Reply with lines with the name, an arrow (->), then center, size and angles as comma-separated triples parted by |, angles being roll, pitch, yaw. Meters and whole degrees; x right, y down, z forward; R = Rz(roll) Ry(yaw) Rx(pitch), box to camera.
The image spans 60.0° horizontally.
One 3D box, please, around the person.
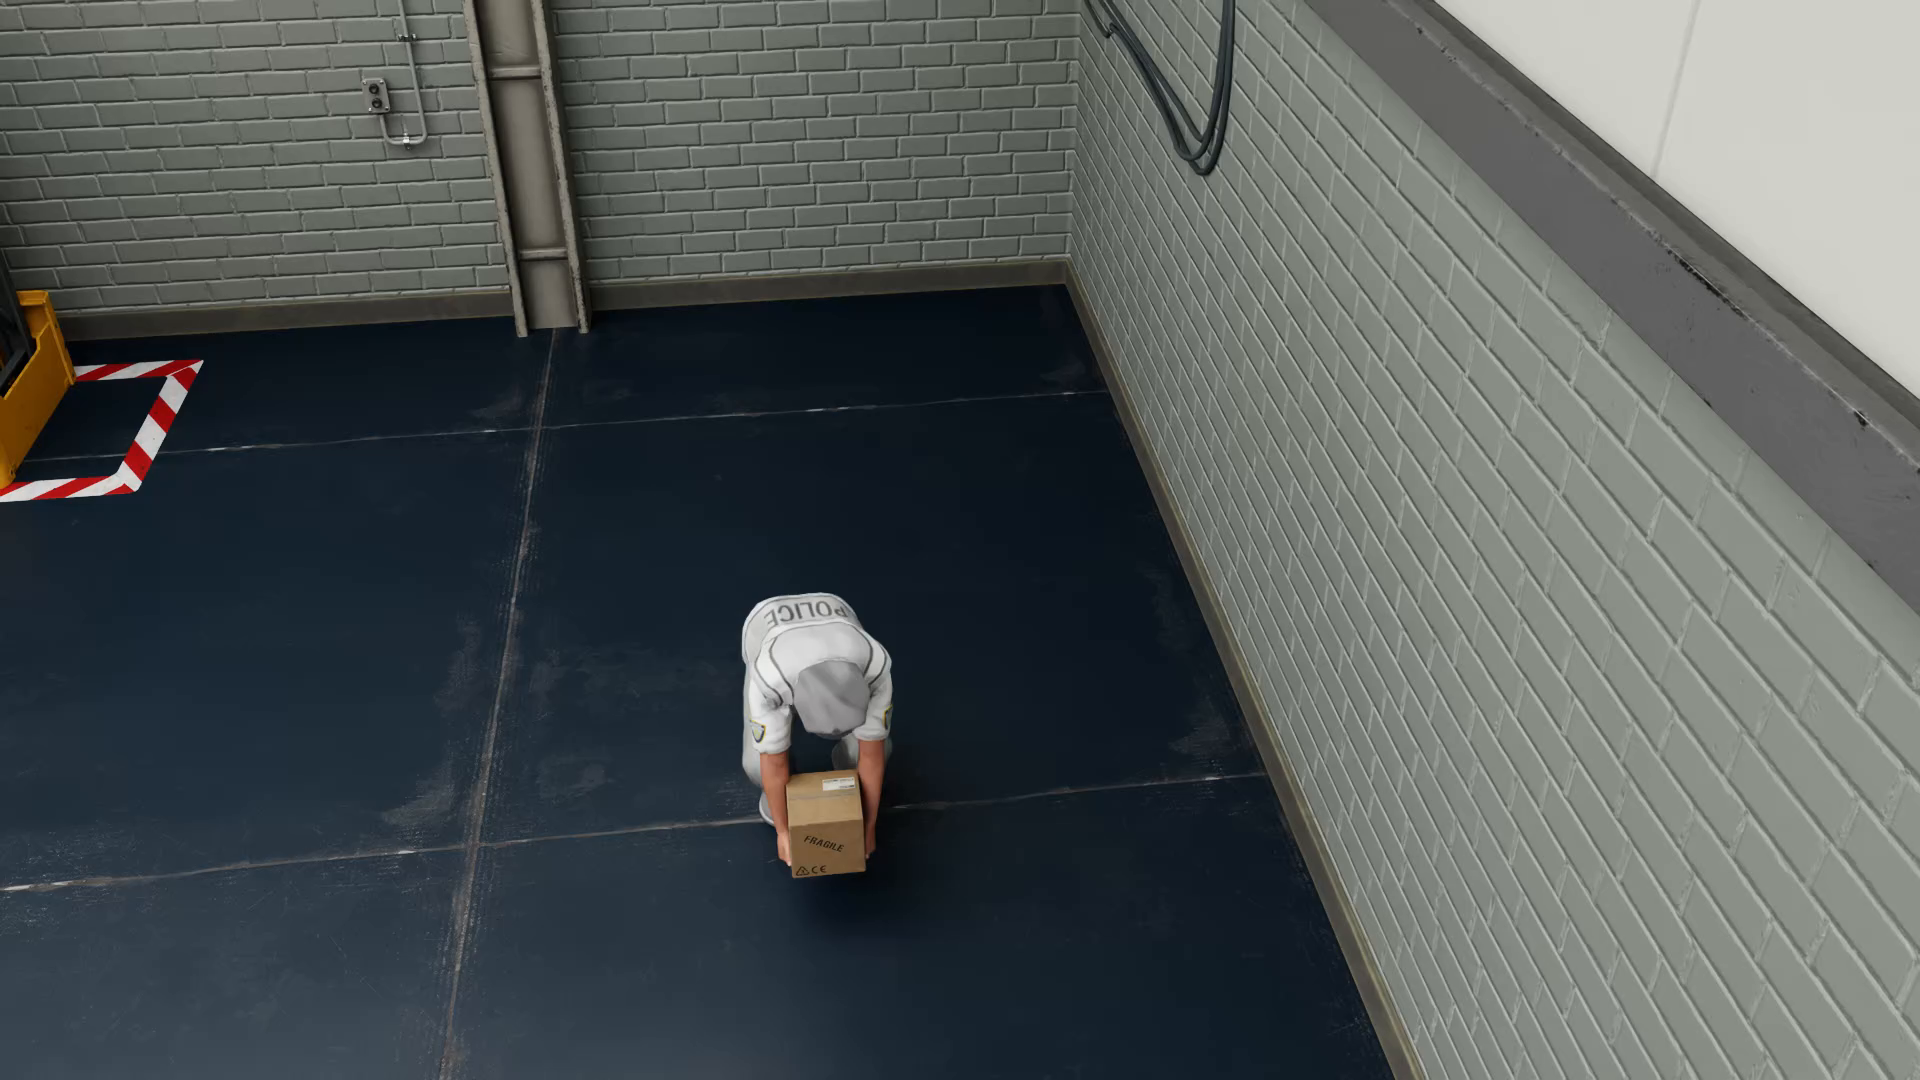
person -> -0.510, 0.636, 5.865 | 0.535, 1.023, 0.987 | -5, 35, -8
